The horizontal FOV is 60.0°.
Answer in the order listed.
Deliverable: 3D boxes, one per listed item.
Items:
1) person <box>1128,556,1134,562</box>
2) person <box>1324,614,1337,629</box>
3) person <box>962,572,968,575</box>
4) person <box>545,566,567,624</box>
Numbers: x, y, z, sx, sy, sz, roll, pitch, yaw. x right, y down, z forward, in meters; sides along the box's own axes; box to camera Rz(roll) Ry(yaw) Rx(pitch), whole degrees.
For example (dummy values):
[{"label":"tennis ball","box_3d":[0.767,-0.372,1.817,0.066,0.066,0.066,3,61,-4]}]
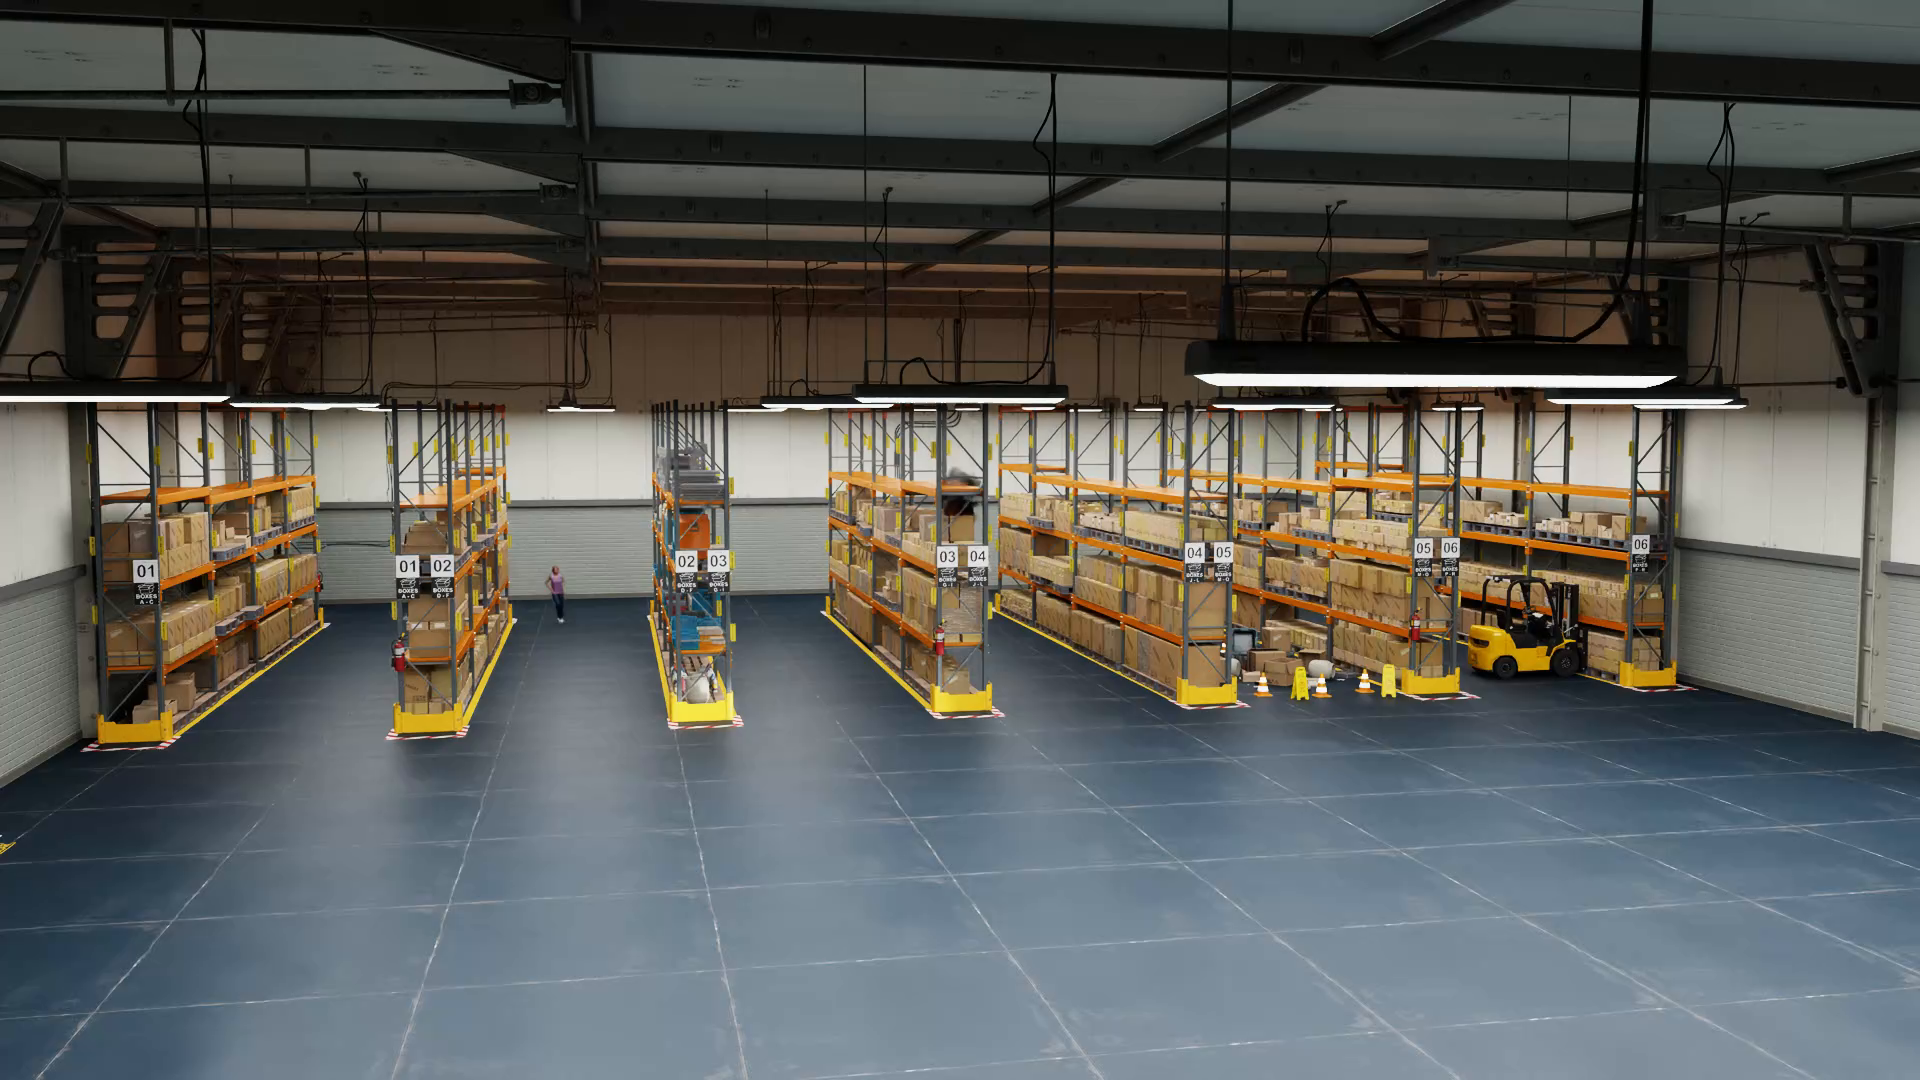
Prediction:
[{"label":"person","box_3d":[5.217,1.031,50.907,0.800,1.755,0.709,0,4,2]},{"label":"person","box_3d":[9.533,1.668,42.744,0.662,1.622,0.959,-2,5,-20]},{"label":"person","box_3d":[0.168,1.369,46.730,0.567,1.725,0.873,-1,4,-7]},{"label":"person","box_3d":[-11.041,1.509,45.531,0.536,1.627,0.683,-3,5,-32]}]
